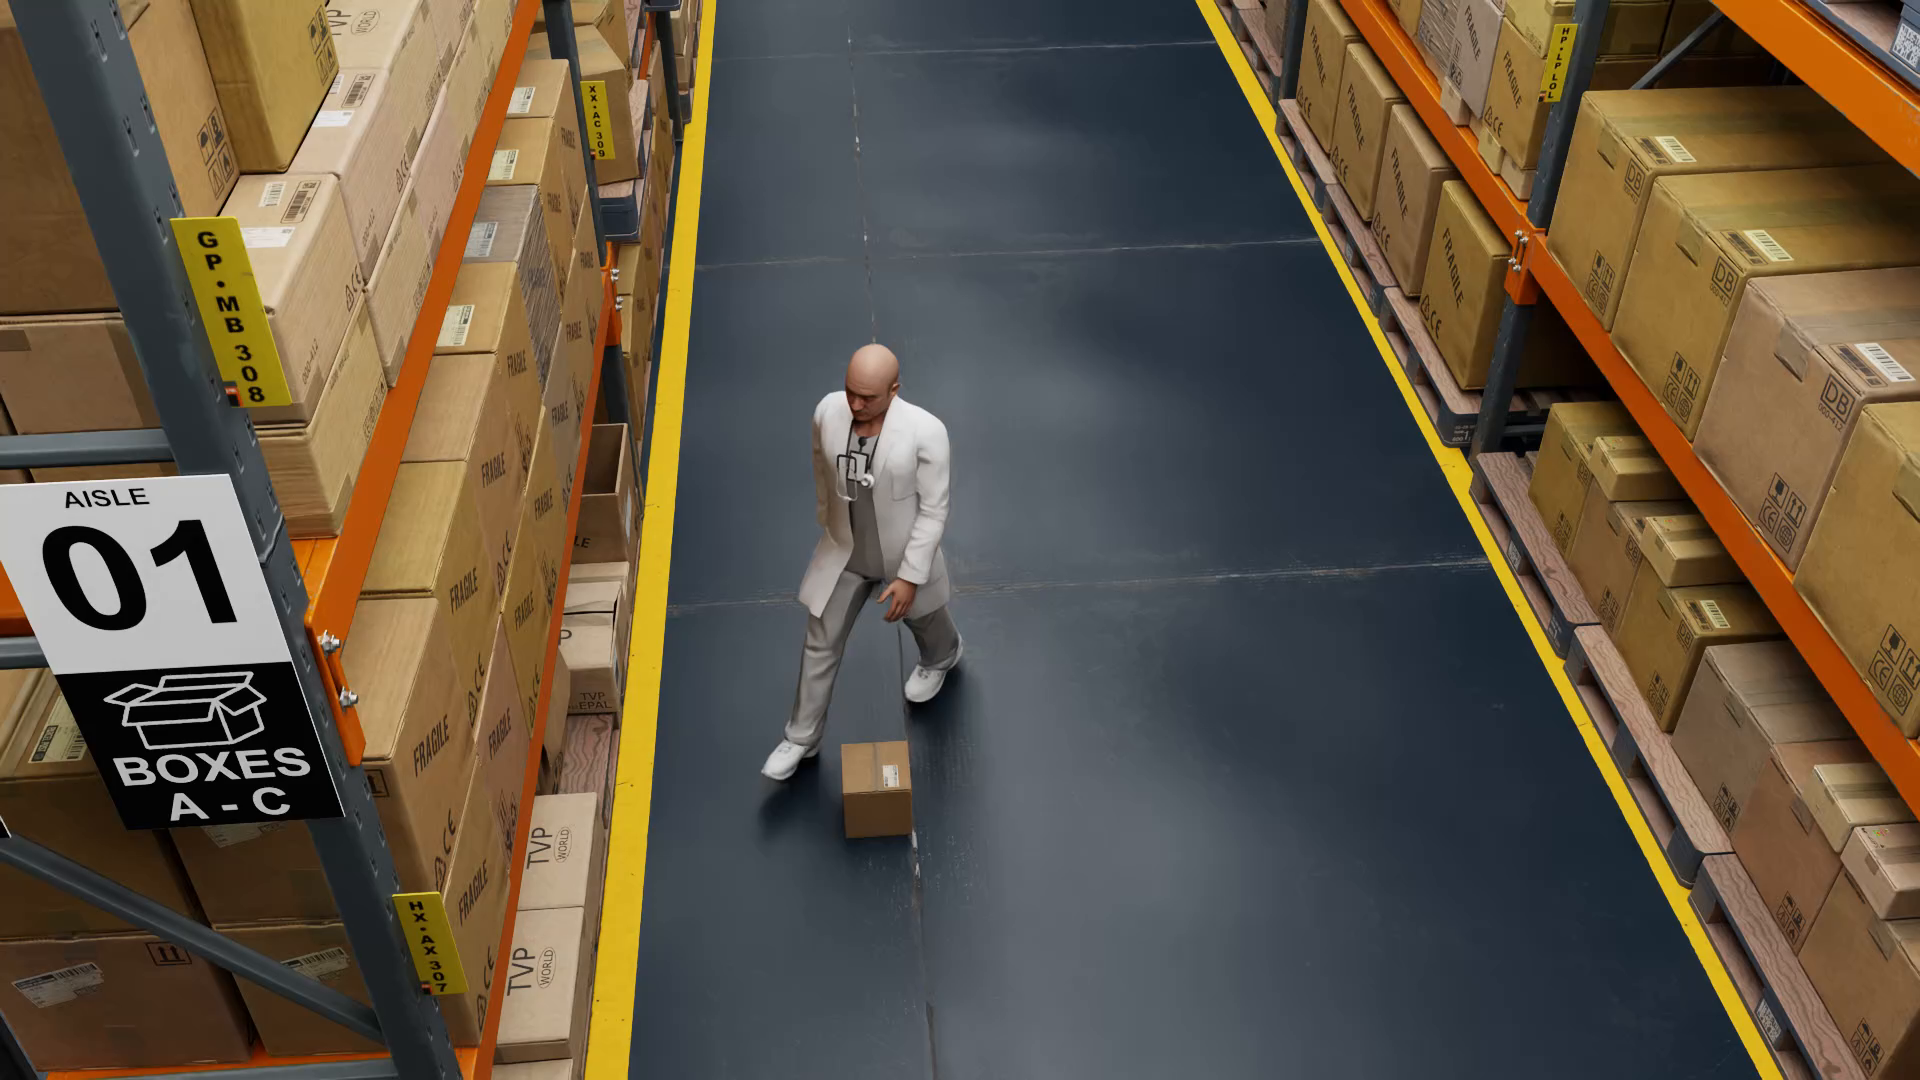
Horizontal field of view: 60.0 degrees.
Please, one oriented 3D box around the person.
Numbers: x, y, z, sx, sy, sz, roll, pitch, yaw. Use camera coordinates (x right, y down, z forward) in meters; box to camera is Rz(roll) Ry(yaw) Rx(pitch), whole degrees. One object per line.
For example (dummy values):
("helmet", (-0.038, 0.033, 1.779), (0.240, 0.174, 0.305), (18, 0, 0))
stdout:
("person", (-0.336, 0.064, 6.096), (0.605, 1.742, 1.001), (10, 40, 13))
